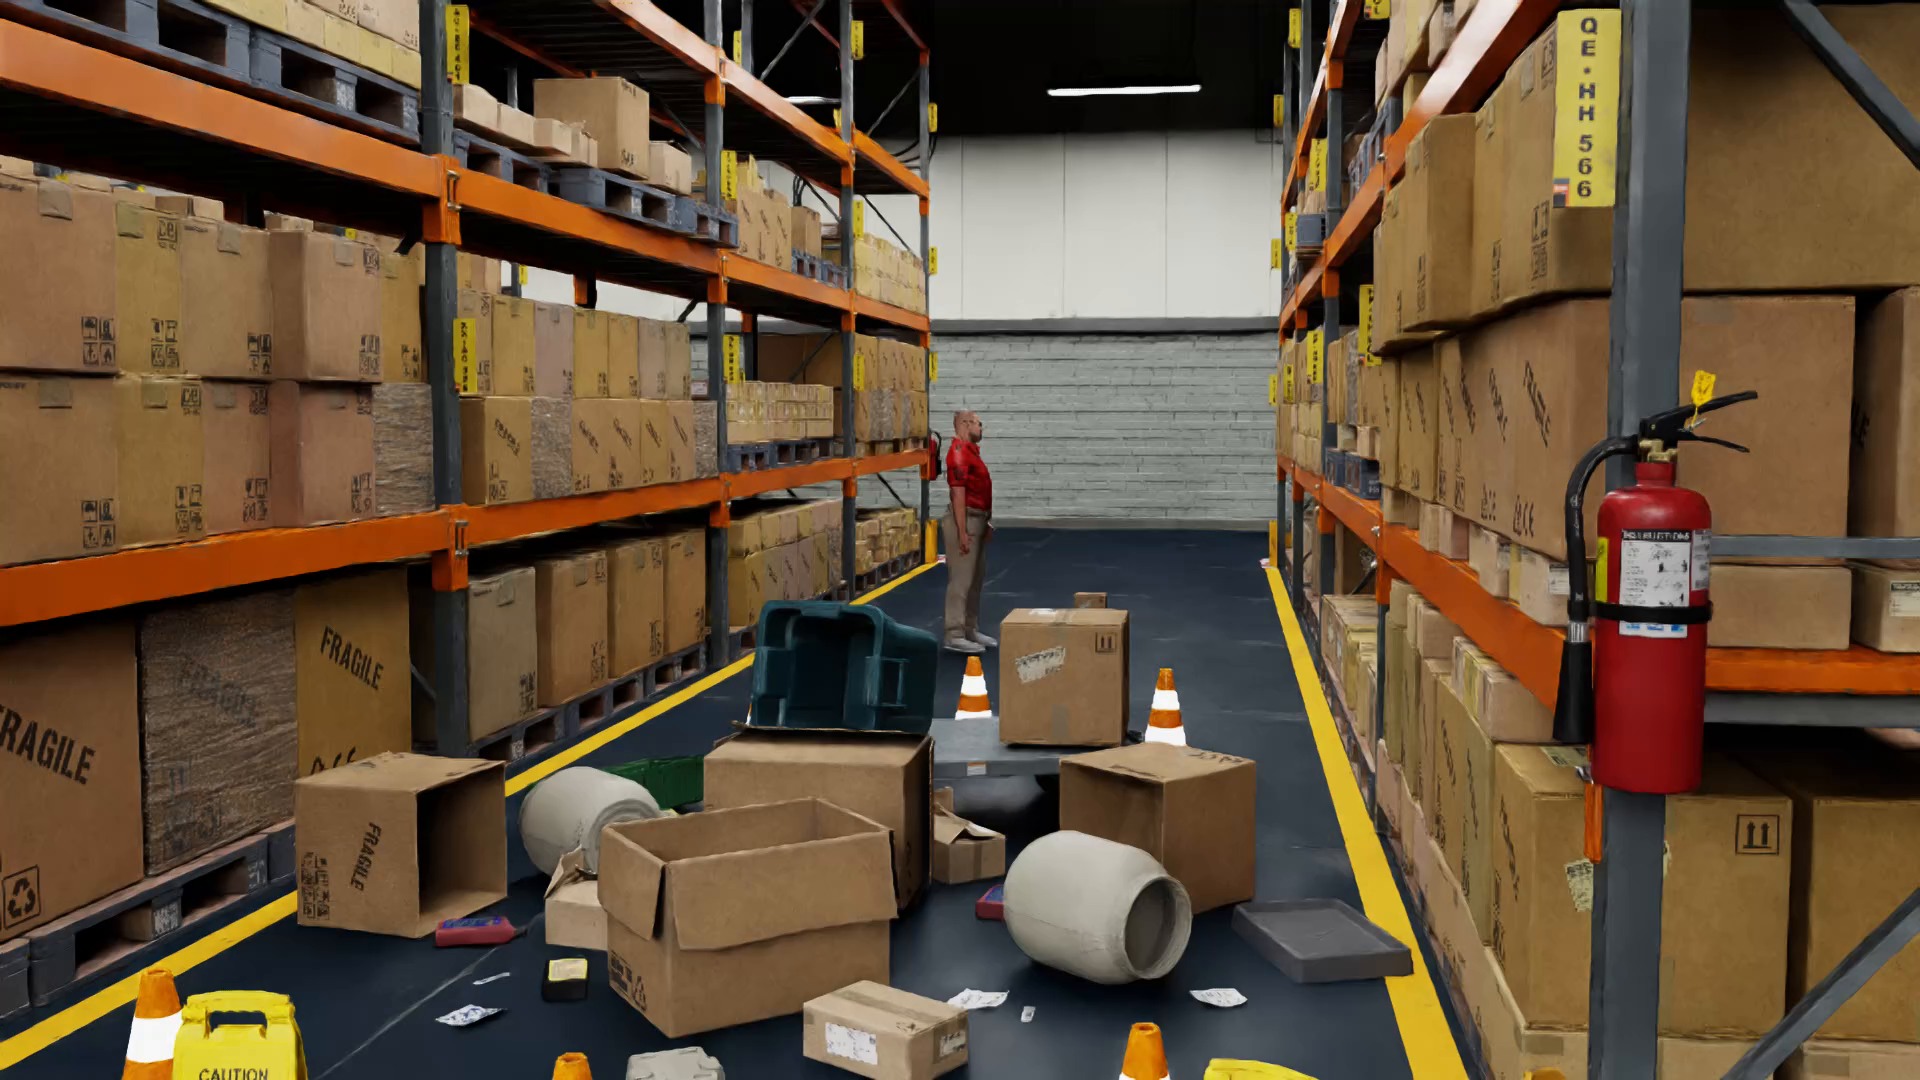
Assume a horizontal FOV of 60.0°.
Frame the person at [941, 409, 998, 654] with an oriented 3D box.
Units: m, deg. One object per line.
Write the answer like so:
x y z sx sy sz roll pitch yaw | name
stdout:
0.077 -0.076 11.959 0.377 1.734 0.570 1 4 7 | person
